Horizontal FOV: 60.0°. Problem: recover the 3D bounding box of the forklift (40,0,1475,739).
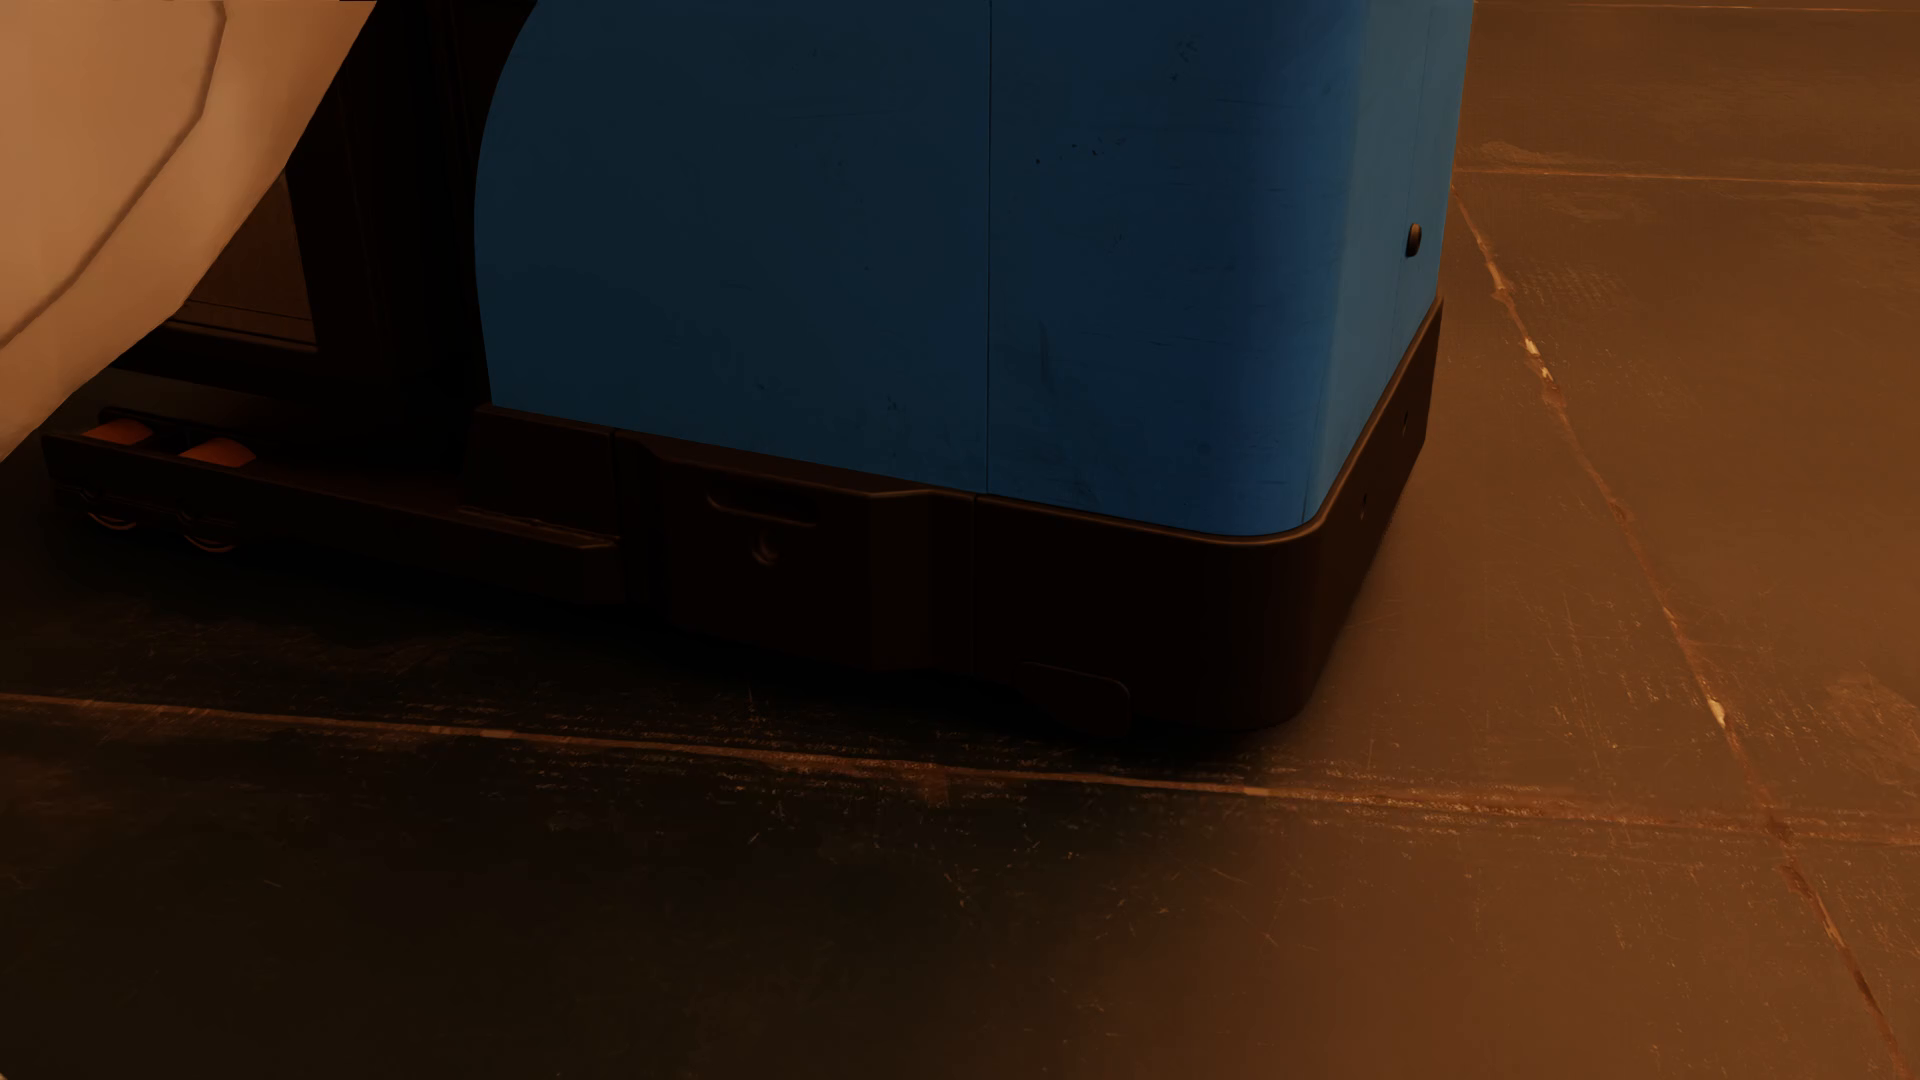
[{"bbox_3d":[-0.819,-1.496,2.215,3.031,2.935,1.130,11,28,21],"label":"forklift"}]
